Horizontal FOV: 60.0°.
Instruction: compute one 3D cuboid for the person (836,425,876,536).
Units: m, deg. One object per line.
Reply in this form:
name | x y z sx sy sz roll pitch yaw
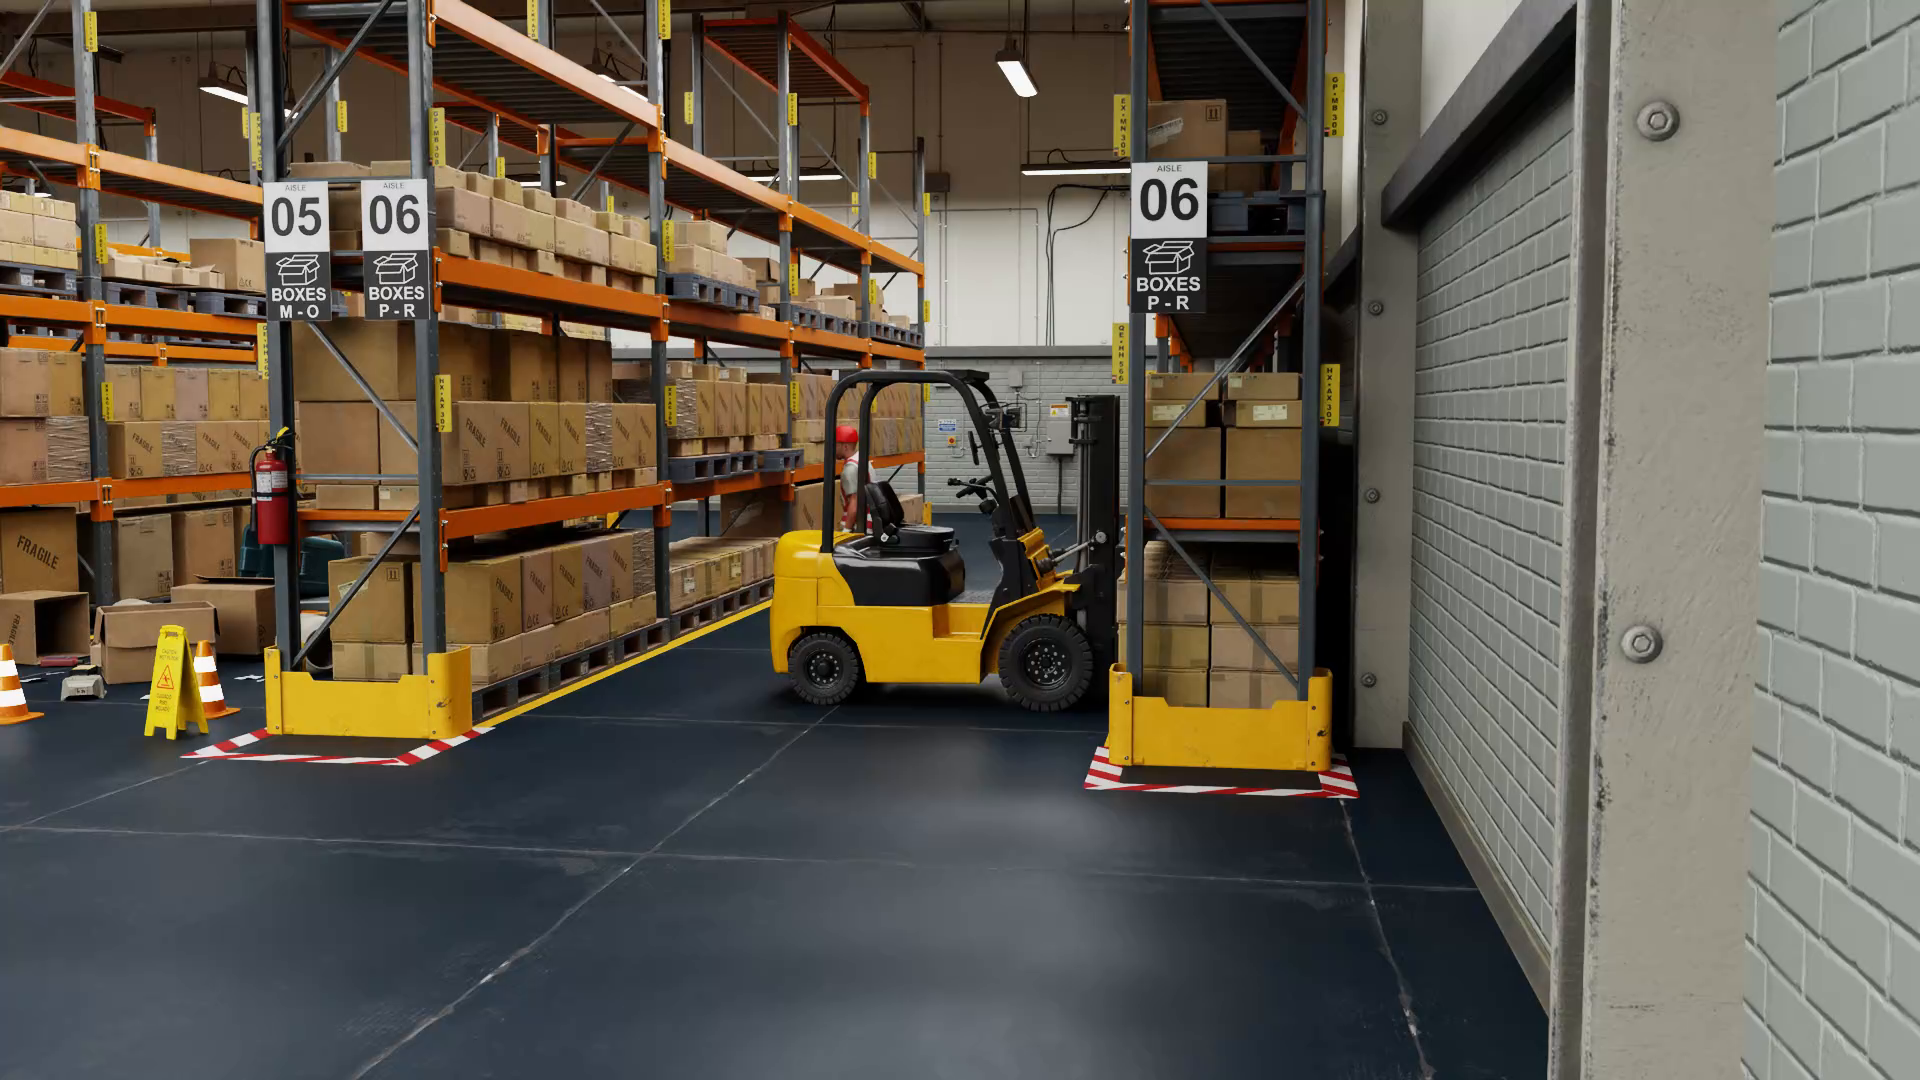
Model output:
person | -0.887 -0.062 13.794 0.452 1.778 0.603 1 4 8
